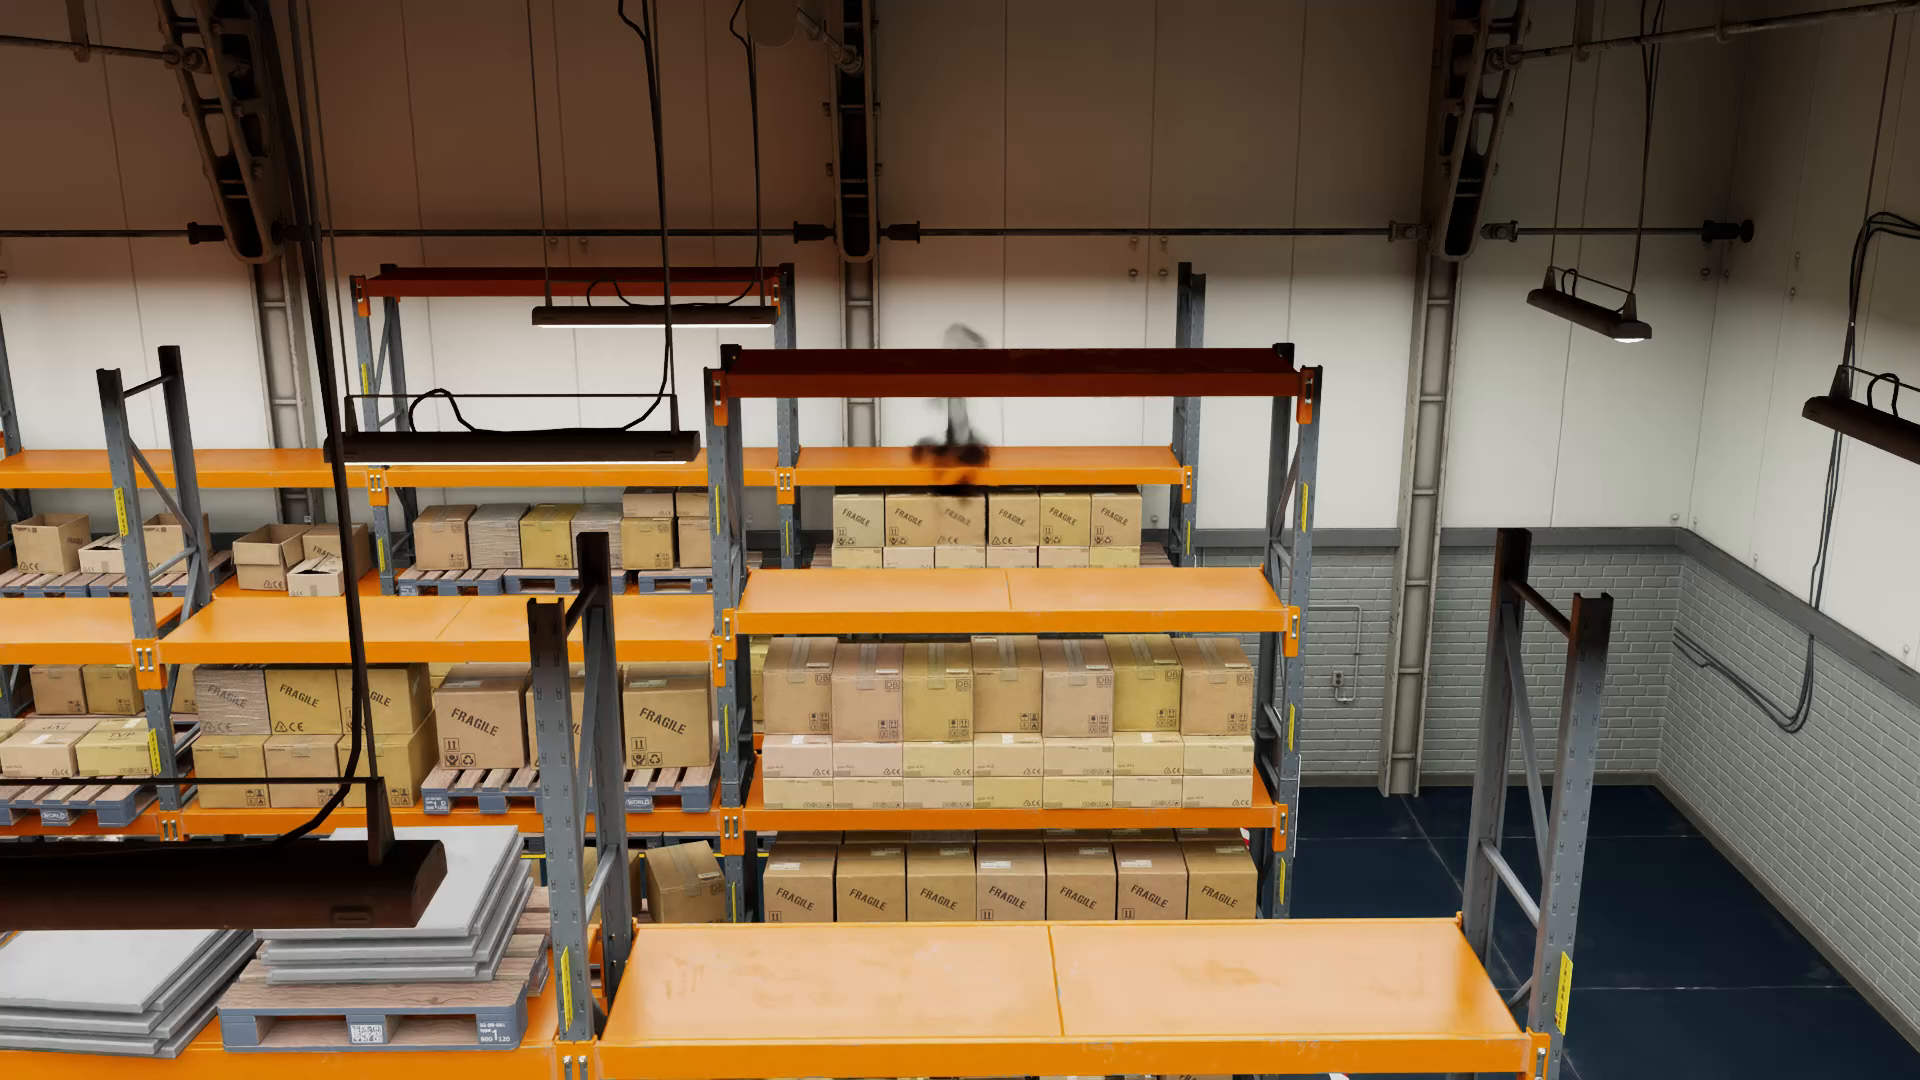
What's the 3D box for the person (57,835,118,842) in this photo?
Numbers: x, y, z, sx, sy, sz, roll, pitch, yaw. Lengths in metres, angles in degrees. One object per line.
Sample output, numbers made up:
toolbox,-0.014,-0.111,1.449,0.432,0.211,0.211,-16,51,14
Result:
person,-7.795,3.009,15.142,0.884,1.715,0.598,-3,16,-9
